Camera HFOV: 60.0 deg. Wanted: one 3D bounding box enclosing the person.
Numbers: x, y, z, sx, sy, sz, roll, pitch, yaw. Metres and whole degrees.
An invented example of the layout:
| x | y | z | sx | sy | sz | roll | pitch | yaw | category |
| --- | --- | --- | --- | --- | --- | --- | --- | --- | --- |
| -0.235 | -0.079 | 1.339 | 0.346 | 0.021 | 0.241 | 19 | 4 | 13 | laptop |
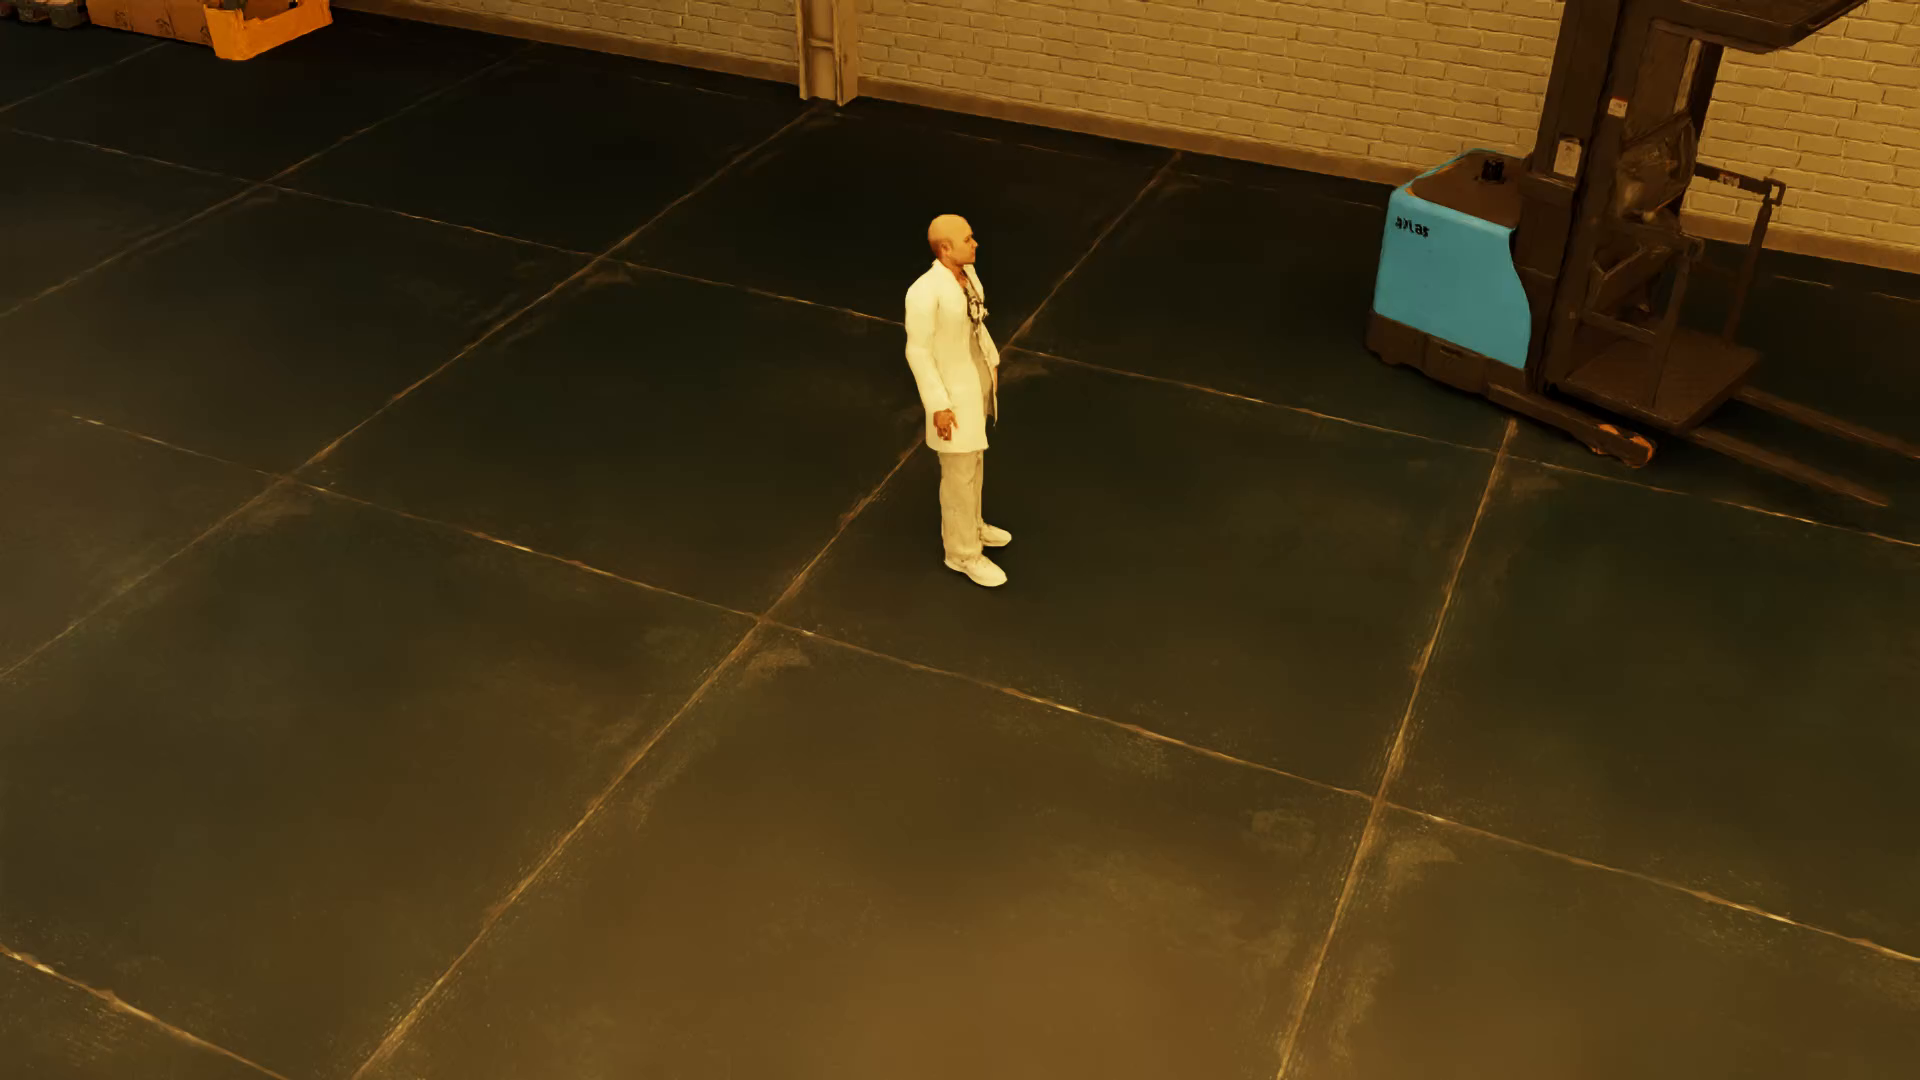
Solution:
| x | y | z | sx | sy | sz | roll | pitch | yaw | category |
| --- | --- | --- | --- | --- | --- | --- | --- | --- | --- |
| 0.081 | -0.705 | 8.056 | 0.579 | 1.776 | 0.694 | 15 | 38 | 20 | person |

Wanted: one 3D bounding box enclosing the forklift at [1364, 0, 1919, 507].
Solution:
| x | y | z | sx | sy | sz | roll | pitch | yaw | category |
| --- | --- | --- | --- | --- | --- | --- | --- | --- | --- |
| 3.873 | -1.934 | 8.798 | 3.031 | 2.935 | 1.130 | 30 | 45 | 35 | forklift |
